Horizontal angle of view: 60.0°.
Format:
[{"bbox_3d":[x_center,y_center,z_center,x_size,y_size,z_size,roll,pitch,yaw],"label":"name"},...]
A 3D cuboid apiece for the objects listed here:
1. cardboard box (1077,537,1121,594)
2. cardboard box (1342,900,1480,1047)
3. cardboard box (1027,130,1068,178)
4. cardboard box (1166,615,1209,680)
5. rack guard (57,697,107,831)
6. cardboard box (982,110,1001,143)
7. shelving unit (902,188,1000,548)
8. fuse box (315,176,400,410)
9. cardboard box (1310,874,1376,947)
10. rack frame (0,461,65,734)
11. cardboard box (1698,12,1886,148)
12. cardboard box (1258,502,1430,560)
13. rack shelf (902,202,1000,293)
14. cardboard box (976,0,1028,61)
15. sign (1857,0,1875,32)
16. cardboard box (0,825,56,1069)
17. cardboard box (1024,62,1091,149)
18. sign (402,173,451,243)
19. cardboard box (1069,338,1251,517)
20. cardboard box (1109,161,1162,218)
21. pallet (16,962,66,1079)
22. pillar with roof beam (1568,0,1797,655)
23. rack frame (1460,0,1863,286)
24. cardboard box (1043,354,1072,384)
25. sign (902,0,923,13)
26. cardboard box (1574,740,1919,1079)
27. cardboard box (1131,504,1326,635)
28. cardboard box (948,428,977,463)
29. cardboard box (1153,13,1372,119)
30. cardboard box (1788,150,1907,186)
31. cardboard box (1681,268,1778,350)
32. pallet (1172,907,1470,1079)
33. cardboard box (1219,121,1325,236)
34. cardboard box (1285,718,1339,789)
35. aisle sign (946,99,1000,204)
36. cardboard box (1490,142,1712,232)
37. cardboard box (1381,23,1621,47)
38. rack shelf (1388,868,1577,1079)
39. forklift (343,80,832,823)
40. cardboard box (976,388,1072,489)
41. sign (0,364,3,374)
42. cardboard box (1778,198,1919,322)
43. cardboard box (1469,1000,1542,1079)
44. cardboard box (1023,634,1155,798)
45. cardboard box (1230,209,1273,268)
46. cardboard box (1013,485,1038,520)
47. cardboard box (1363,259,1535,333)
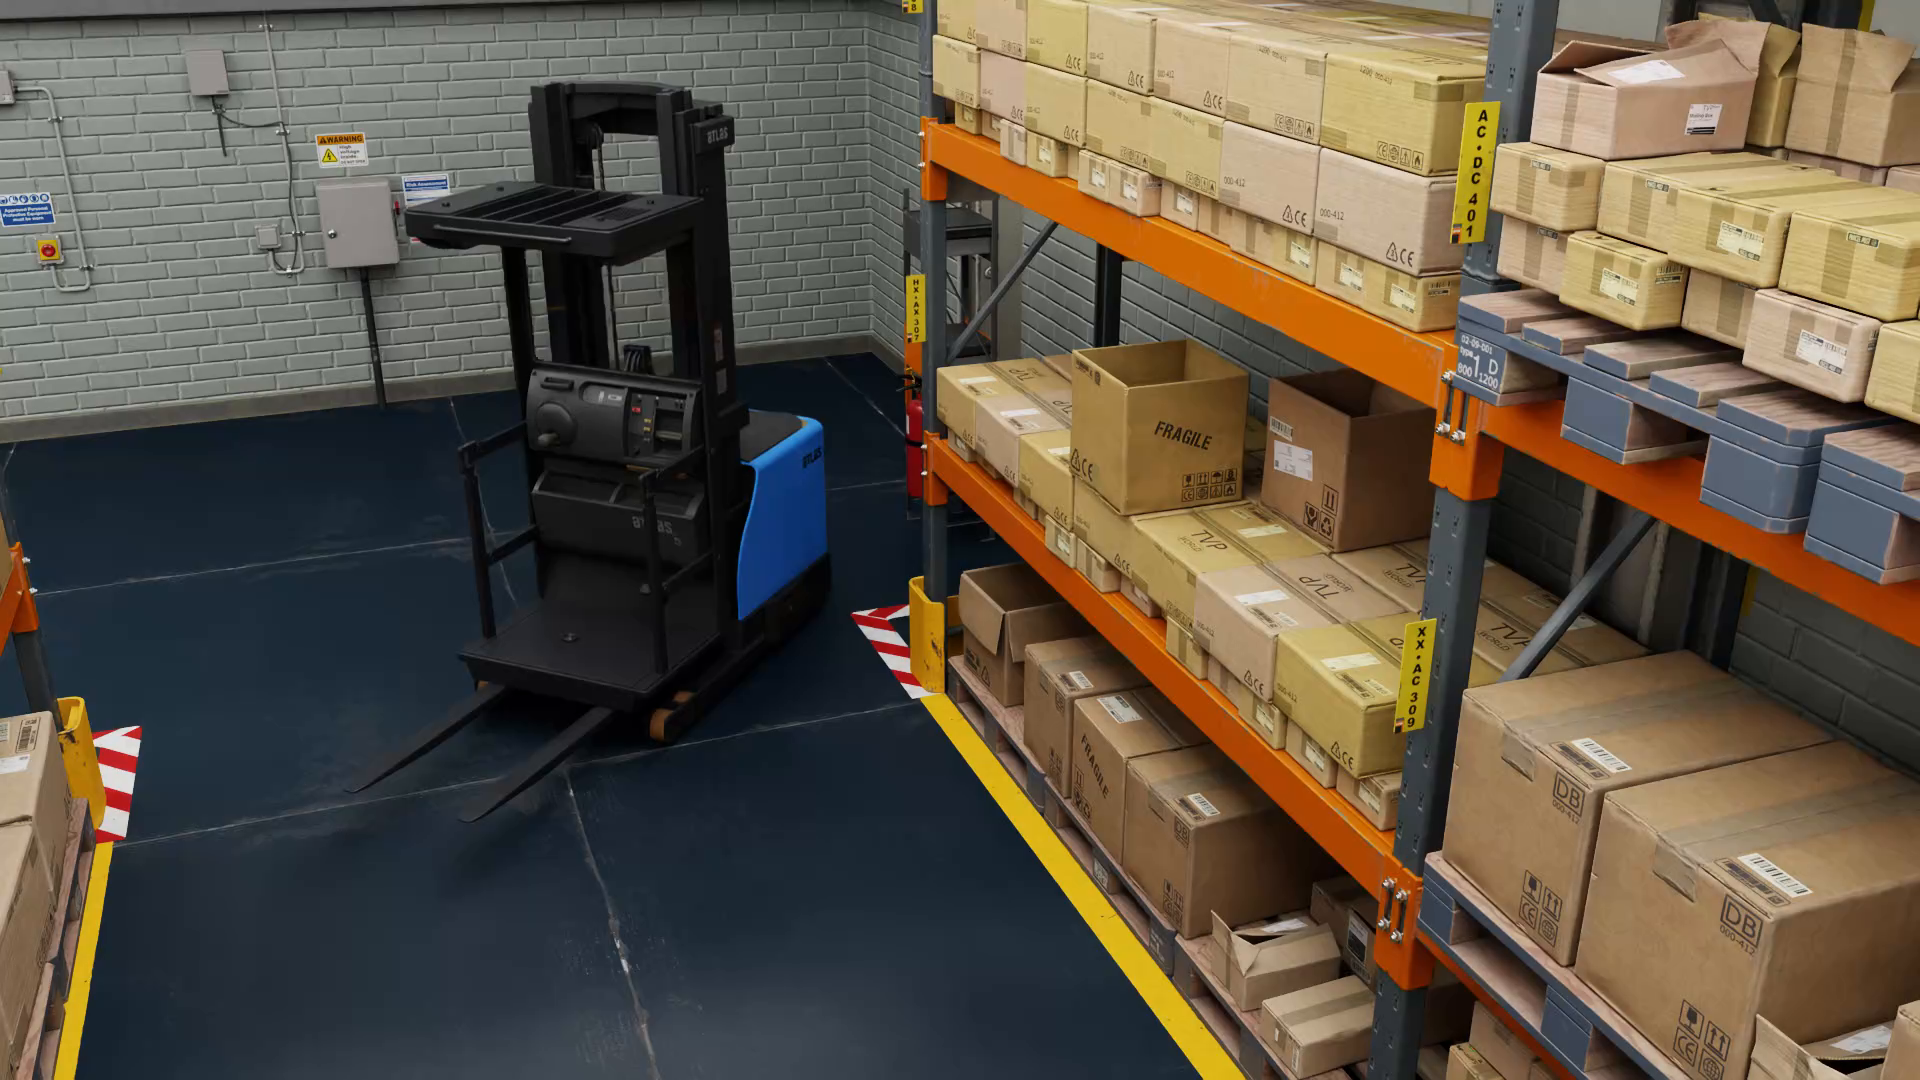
[{"bbox_3d":[0.682,0.071,6.542,0.380,0.149,0.250,-8,24,-18],"label":"cardboard box"},{"bbox_3d":[1.703,1.457,5.852,0.500,0.311,0.500,-7,24,-17],"label":"cardboard box"},{"bbox_3d":[0.480,-1.502,6.413,0.380,0.149,0.250,-8,24,-19],"label":"cardboard box"},{"bbox_3d":[0.956,0.348,5.886,0.380,0.149,0.250,-9,24,-20],"label":"cardboard box"},{"bbox_3d":[-4.349,1.056,7.100,1.175,0.500,0.348,-8,24,-19],"label":"rack guard"},{"bbox_3d":[0.314,-1.796,7.111,0.380,0.149,0.250,-8,24,-18],"label":"cardboard box"},{"bbox_3d":[-0.059,-1.028,9.985,0.431,2.100,0.503,-8,24,-19],"label":"shelving unit"},{"bbox_3d":[-4.337,-1.774,12.256,0.539,1.711,0.414,-8,24,-19],"label":"fuse box"},{"bbox_3d":[1.550,1.374,6.257,0.380,0.149,0.250,-9,24,-20],"label":"cardboard box"},{"bbox_3d":[-4.340,-0.087,6.594,1.000,3.000,0.127,-8,24,-19],"label":"rack frame"},{"bbox_3d":[1.887,-1.048,3.750,0.396,0.266,0.258,-9,24,-20],"label":"cardboard box"},{"bbox_3d":[1.429,0.030,6.127,0.500,0.250,0.500,-8,24,-18],"label":"cardboard box"},{"bbox_3d":[-0.059,-1.660,9.718,0.431,0.518,0.480,-8,24,-19],"label":"rack shelf"},{"bbox_3d":[0.386,-2.067,6.596,0.500,0.250,0.500,-9,24,-19],"label":"cardboard box"},{"bbox_3d":[2.233,-1.195,4.189,0.100,0.325,0.005,-8,24,-19],"label":"sign"},{"bbox_3d":[-3.682,1.458,5.687,0.875,0.438,0.875,-8,24,-18],"label":"cardboard box"},{"bbox_3d":[0.571,-1.651,6.254,0.500,0.250,0.500,-9,25,-21],"label":"cardboard box"},{"bbox_3d":[-3.948,-2.467,12.363,0.329,0.494,0.001,-8,24,-19],"label":"sign"},{"bbox_3d":[0.741,-0.436,6.267,0.500,0.500,0.500,-8,24,-18],"label":"cardboard box"},{"bbox_3d":[0.740,-1.228,5.762,0.380,0.149,0.250,-8,24,-18],"label":"cardboard box"},{"bbox_3d":[-3.557,1.920,5.422,1.003,0.211,1.213,-8,24,-19],"label":"pallet"},{"bbox_3d":[-1.715,-1.866,3.092,9.100,9.000,0.400,-8,24,-19],"label":"pillar with roof beam"},{"bbox_3d":[1.715,-2.080,3.600,1.000,3.000,0.127,-8,24,-19],"label":"rack frame"},{"bbox_3d":[0.713,-0.707,7.874,0.500,0.250,0.500,-8,24,-17],"label":"cardboard box"},{"bbox_3d":[-0.205,-2.480,7.284,0.100,0.325,0.005,-8,24,-19],"label":"sign"},{"bbox_3d":[1.860,0.839,3.728,0.700,0.500,0.500,-8,24,-18],"label":"cardboard box"},{"bbox_3d":[0.952,0.102,5.957,0.500,0.250,0.500,-9,24,-19],"label":"cardboard box"},{"bbox_3d":[0.162,-0.496,7.889,0.380,0.149,0.250,-9,24,-19],"label":"cardboard box"},{"bbox_3d":[0.953,-1.515,5.288,0.500,0.250,0.500,-8,24,-18],"label":"cardboard box"},{"bbox_3d":[2.042,-0.776,3.638,0.380,0.149,0.250,-8,24,-19],"label":"cardboard box"},{"bbox_3d":[1.689,-0.481,3.322,0.380,0.149,0.250,-8,24,-19],"label":"cardboard box"},{"bbox_3d":[1.474,1.720,5.899,1.003,0.211,1.213,-8,24,-19],"label":"pallet"},{"bbox_3d":[1.117,-1.094,4.933,0.500,0.250,0.500,-9,25,-21],"label":"cardboard box"},{"bbox_3d":[1.254,0.627,5.224,0.380,0.149,0.250,-8,24,-18],"label":"cardboard box"},{"bbox_3d":[0.003,-1.952,7.671,0.394,0.787,0.004,-8,24,-19],"label":"aisle sign"},{"bbox_3d":[1.410,-0.790,3.672,0.380,0.149,0.250,-8,24,-17],"label":"cardboard box"},{"bbox_3d":[1.609,-1.402,5.018,0.500,0.250,0.500,-9,24,-20],"label":"cardboard box"},{"bbox_3d":[2.422,1.742,3.180,1.077,0.370,4.000,-8,24,-19],"label":"rack shelf"},{"bbox_3d":[-1.761,-0.566,7.820,1.130,2.935,3.031,9,25,21],"label":"forklift"},{"bbox_3d":[0.389,-0.452,7.271,0.500,0.250,0.500,-8,24,-18],"label":"cardboard box"},{"bbox_3d":[-3.828,-0.799,6.488,0.100,0.325,0.005,-8,24,-19],"label":"sign"},{"bbox_3d":[1.737,-0.515,3.019,0.380,0.149,0.250,-9,24,-20],"label":"cardboard box"},{"bbox_3d":[1.650,1.365,4.609,0.380,0.149,0.250,-9,24,-20],"label":"cardboard box"},{"bbox_3d":[0.695,0.740,7.309,0.700,0.500,0.500,-7,24,-17],"label":"cardboard box"},{"bbox_3d":[1.059,-0.950,5.104,0.380,0.149,0.250,-8,24,-19],"label":"cardboard box"},{"bbox_3d":[0.452,-0.219,7.232,0.380,0.149,0.250,-8,24,-17],"label":"cardboard box"},{"bbox_3d":[1.312,-0.672,4.445,0.380,0.149,0.250,-9,24,-19],"label":"cardboard box"}]
